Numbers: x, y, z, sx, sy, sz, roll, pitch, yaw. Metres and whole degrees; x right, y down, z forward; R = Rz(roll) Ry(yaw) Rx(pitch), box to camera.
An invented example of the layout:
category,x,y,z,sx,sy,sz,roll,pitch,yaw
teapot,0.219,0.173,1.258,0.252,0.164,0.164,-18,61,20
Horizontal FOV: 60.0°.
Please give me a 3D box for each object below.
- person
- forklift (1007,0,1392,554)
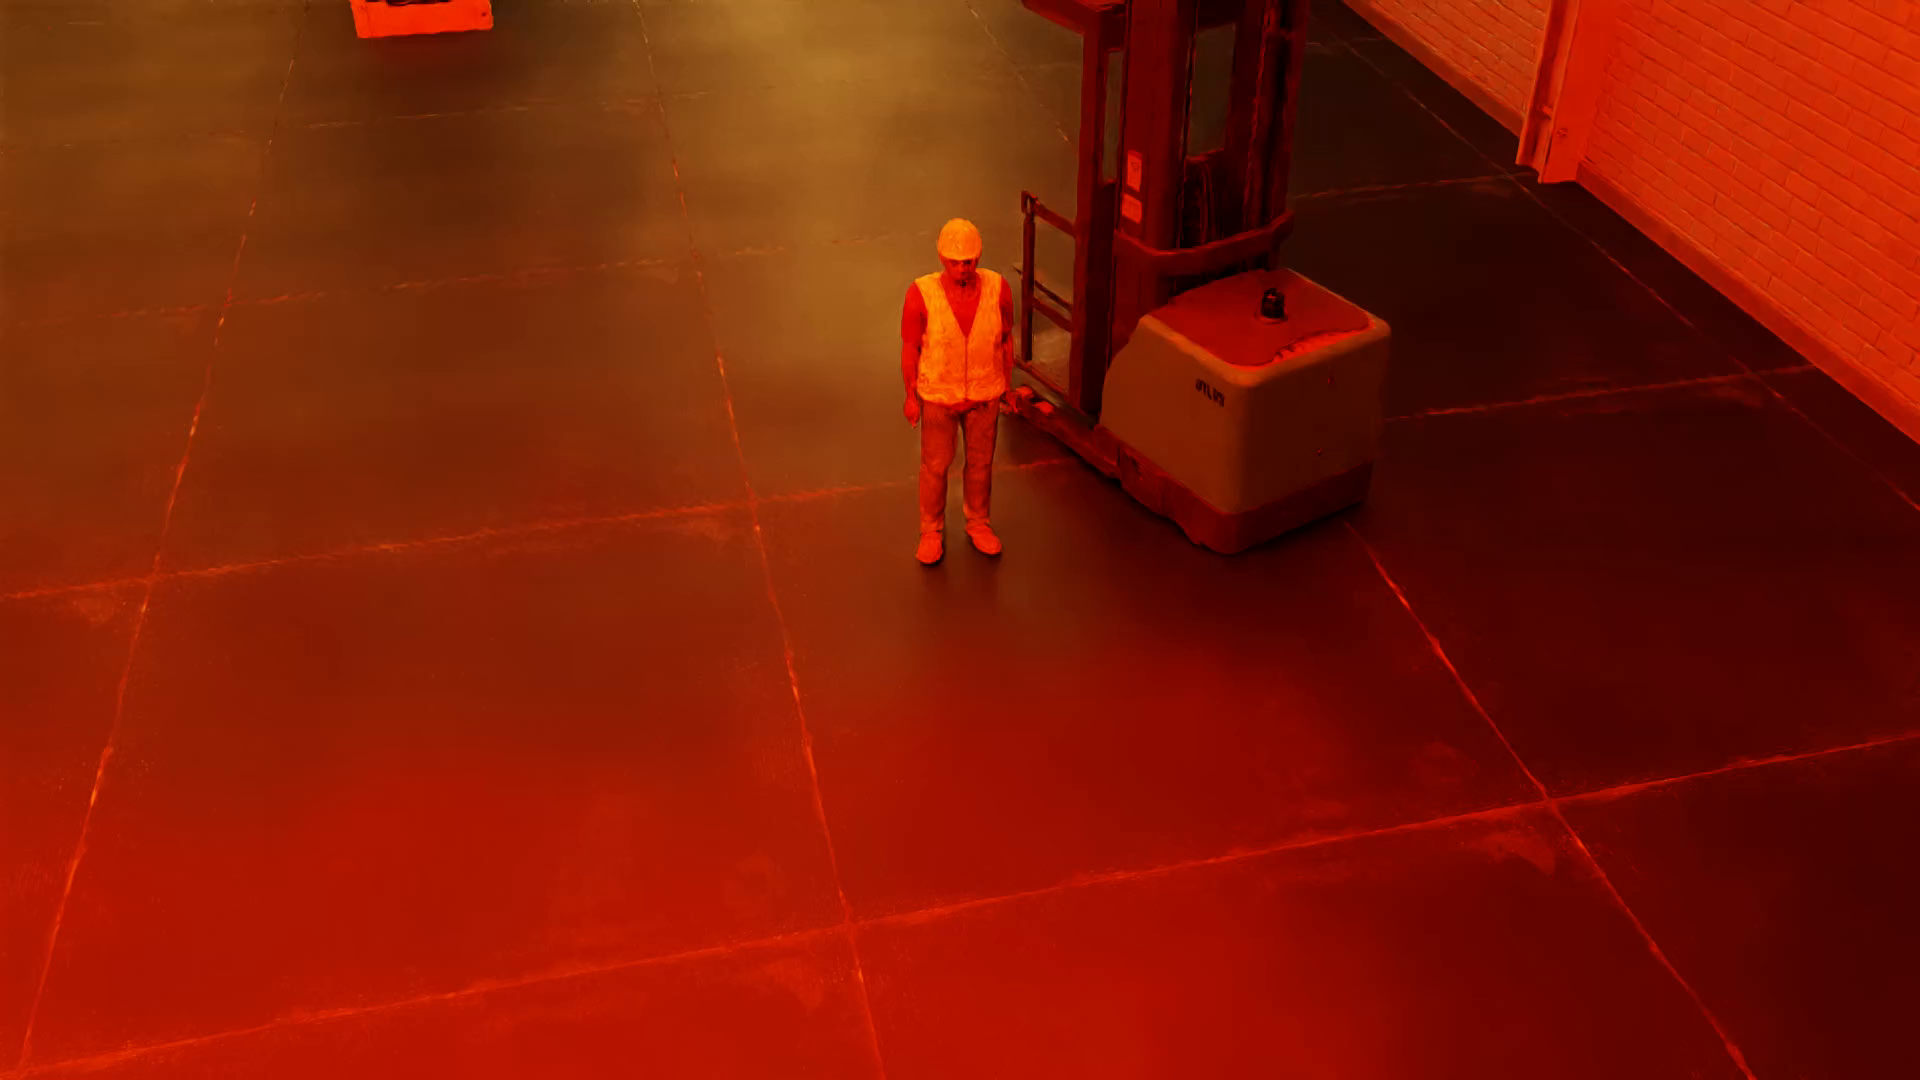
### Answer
category,x,y,z,sx,sy,sz,roll,pitch,yaw
person,0.004,-0.710,8.033,0.559,1.771,0.367,-8,36,-11
forklift,0.931,-1.947,8.755,1.130,2.935,3.031,-21,41,-26
